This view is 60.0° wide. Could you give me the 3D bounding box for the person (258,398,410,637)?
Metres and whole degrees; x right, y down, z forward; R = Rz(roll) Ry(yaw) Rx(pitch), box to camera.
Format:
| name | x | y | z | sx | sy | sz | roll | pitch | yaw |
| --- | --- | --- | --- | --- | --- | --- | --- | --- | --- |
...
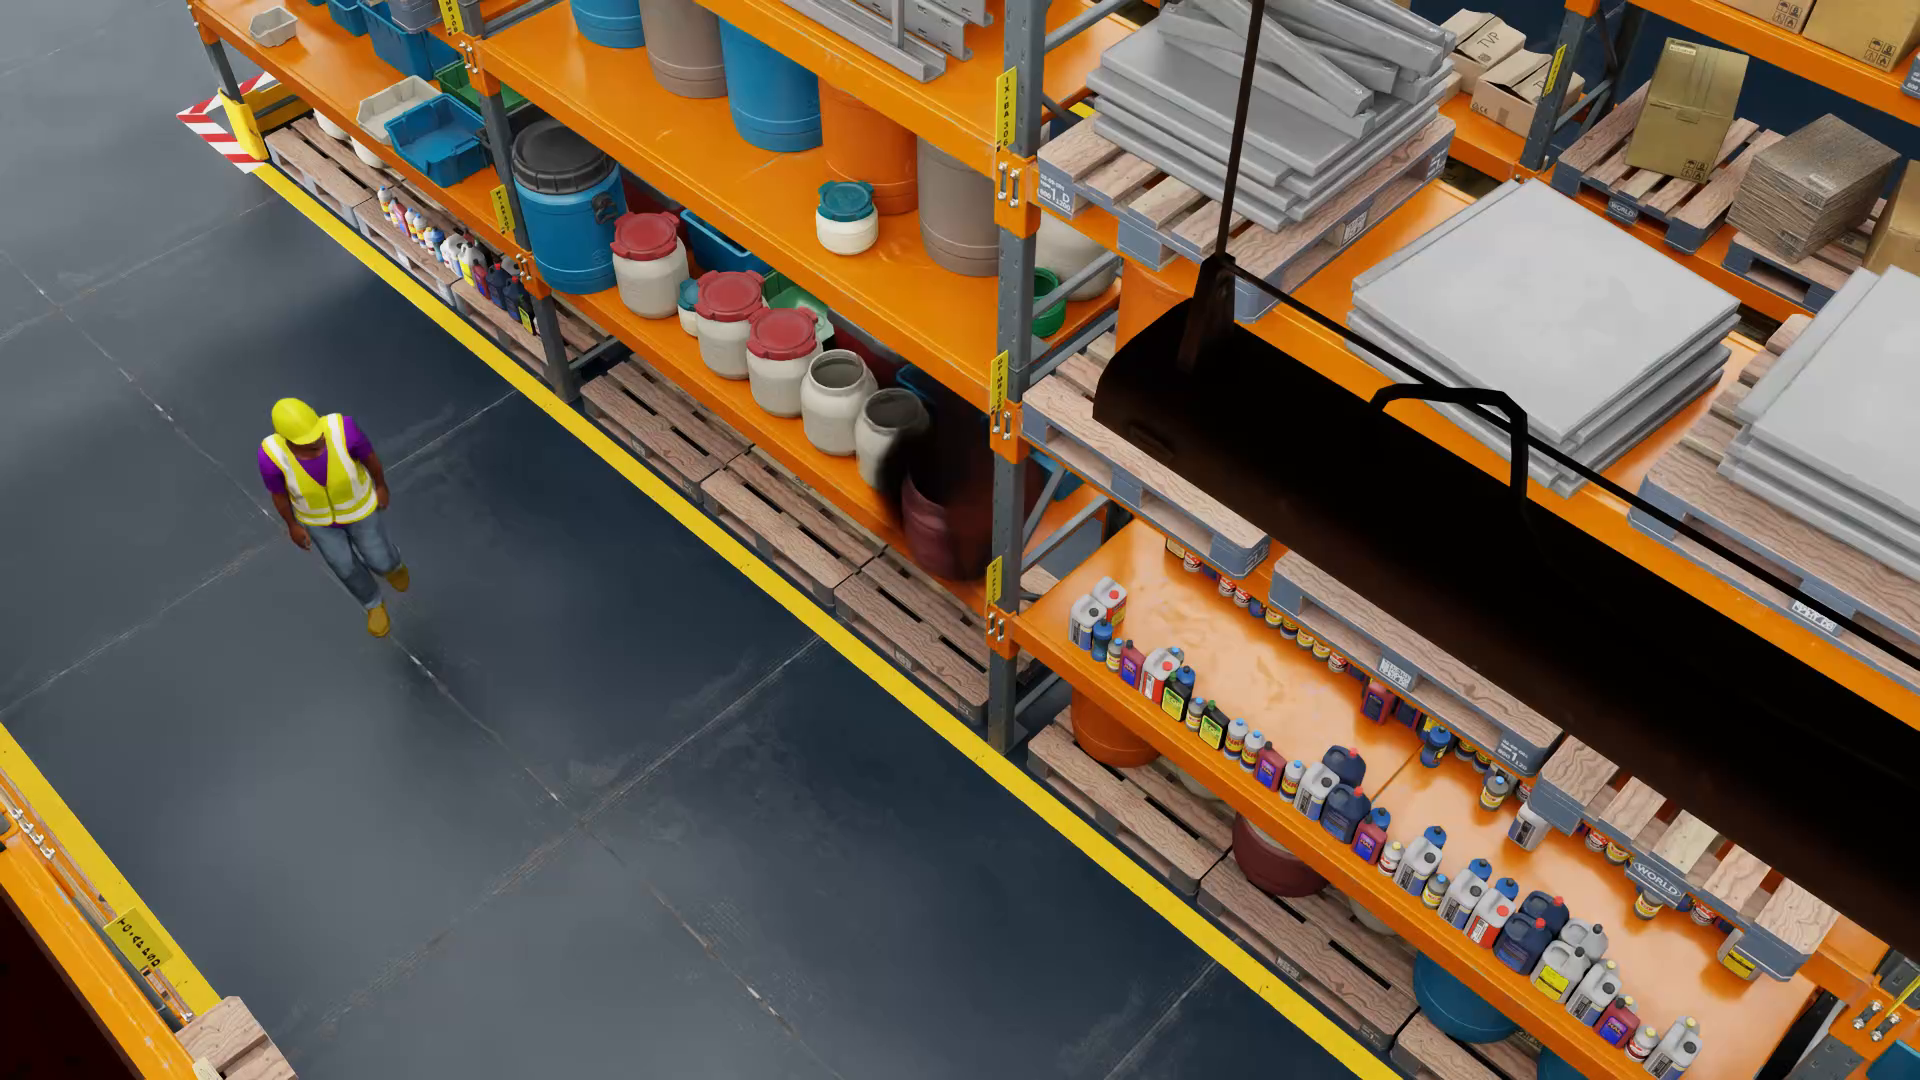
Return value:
| name | x | y | z | sx | sy | sz | roll | pitch | yaw |
| --- | --- | --- | --- | --- | --- | --- | --- | --- | --- |
| person | -3.388 | -0.179 | 9.059 | 0.557 | 1.799 | 0.566 | -8 | 51 | -7 |
